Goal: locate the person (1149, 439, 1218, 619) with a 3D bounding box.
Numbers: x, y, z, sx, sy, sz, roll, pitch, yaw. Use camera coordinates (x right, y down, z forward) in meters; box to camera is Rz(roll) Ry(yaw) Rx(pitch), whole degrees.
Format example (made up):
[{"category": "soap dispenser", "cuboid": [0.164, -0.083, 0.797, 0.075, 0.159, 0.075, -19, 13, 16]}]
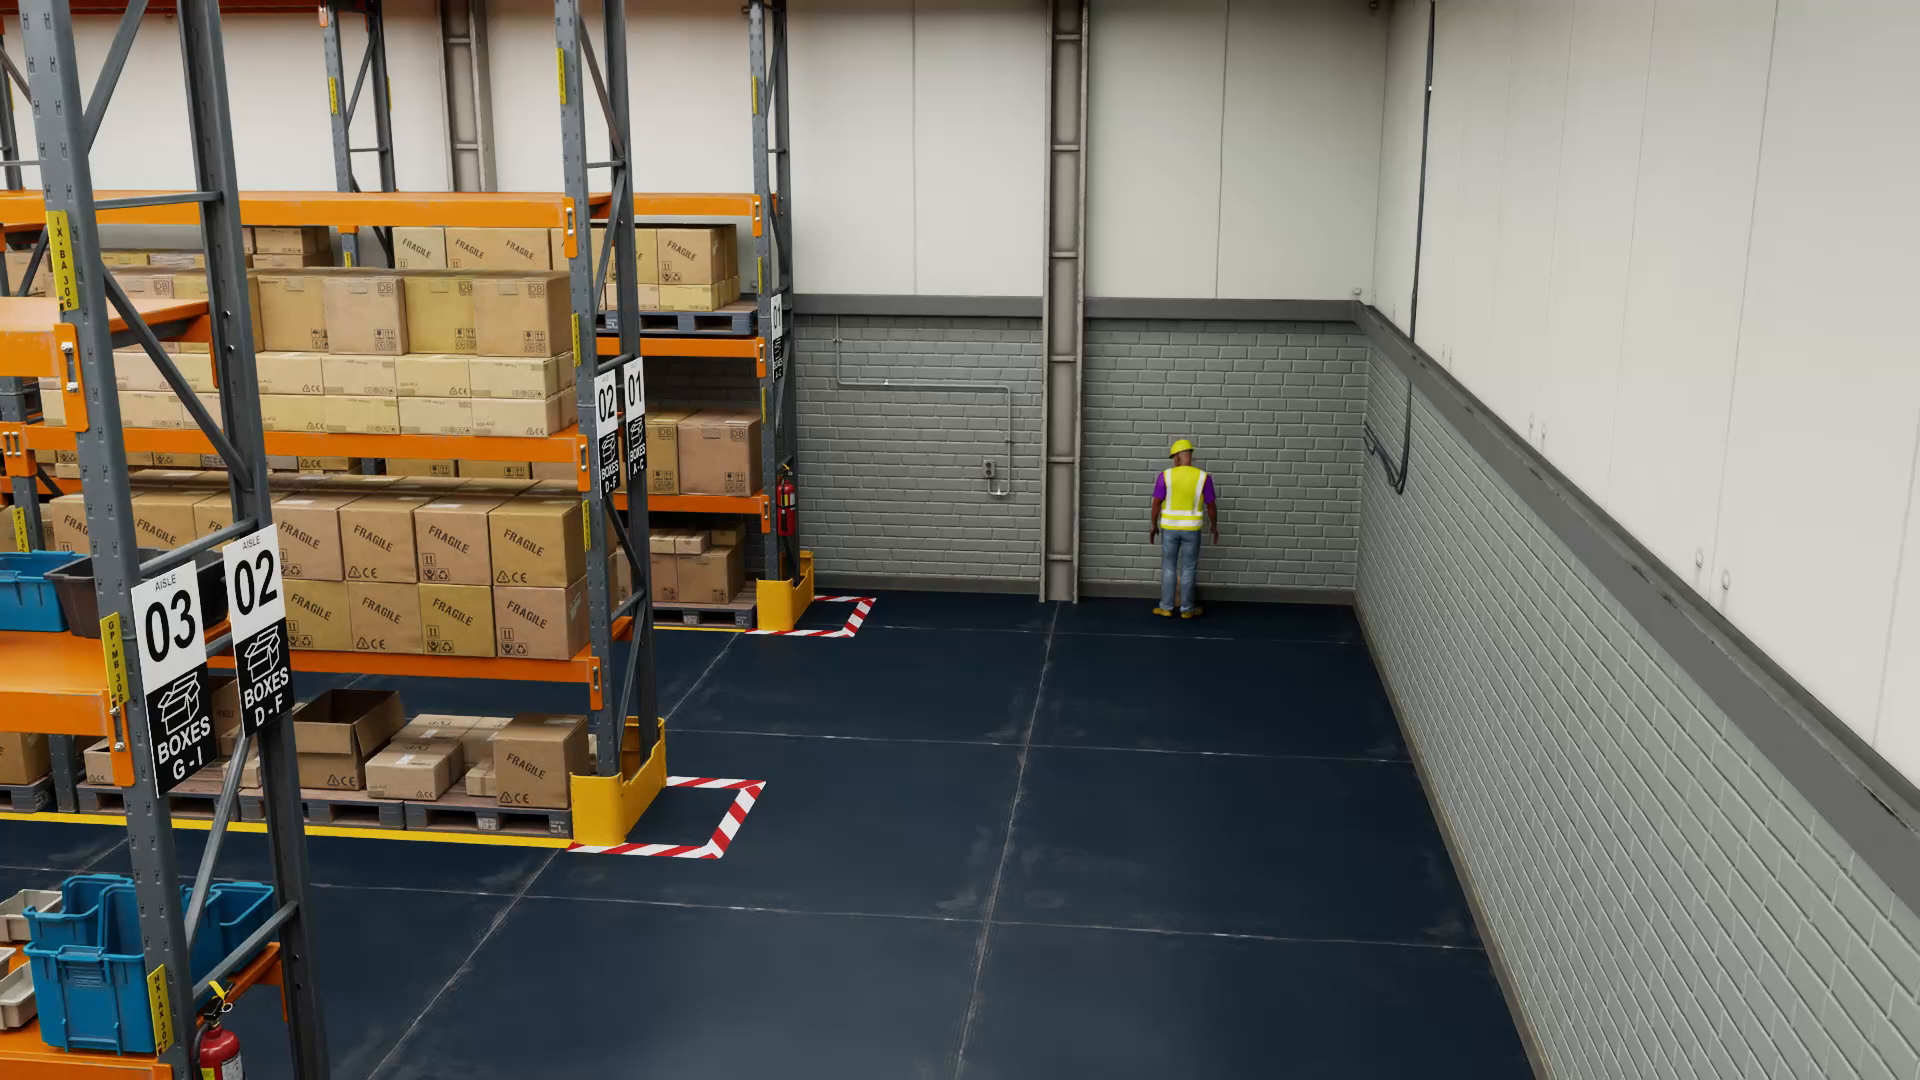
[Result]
[{"category": "person", "cuboid": [2.200, -0.097, 16.327, 0.669, 1.782, 0.385, 3, 14, 10]}]
